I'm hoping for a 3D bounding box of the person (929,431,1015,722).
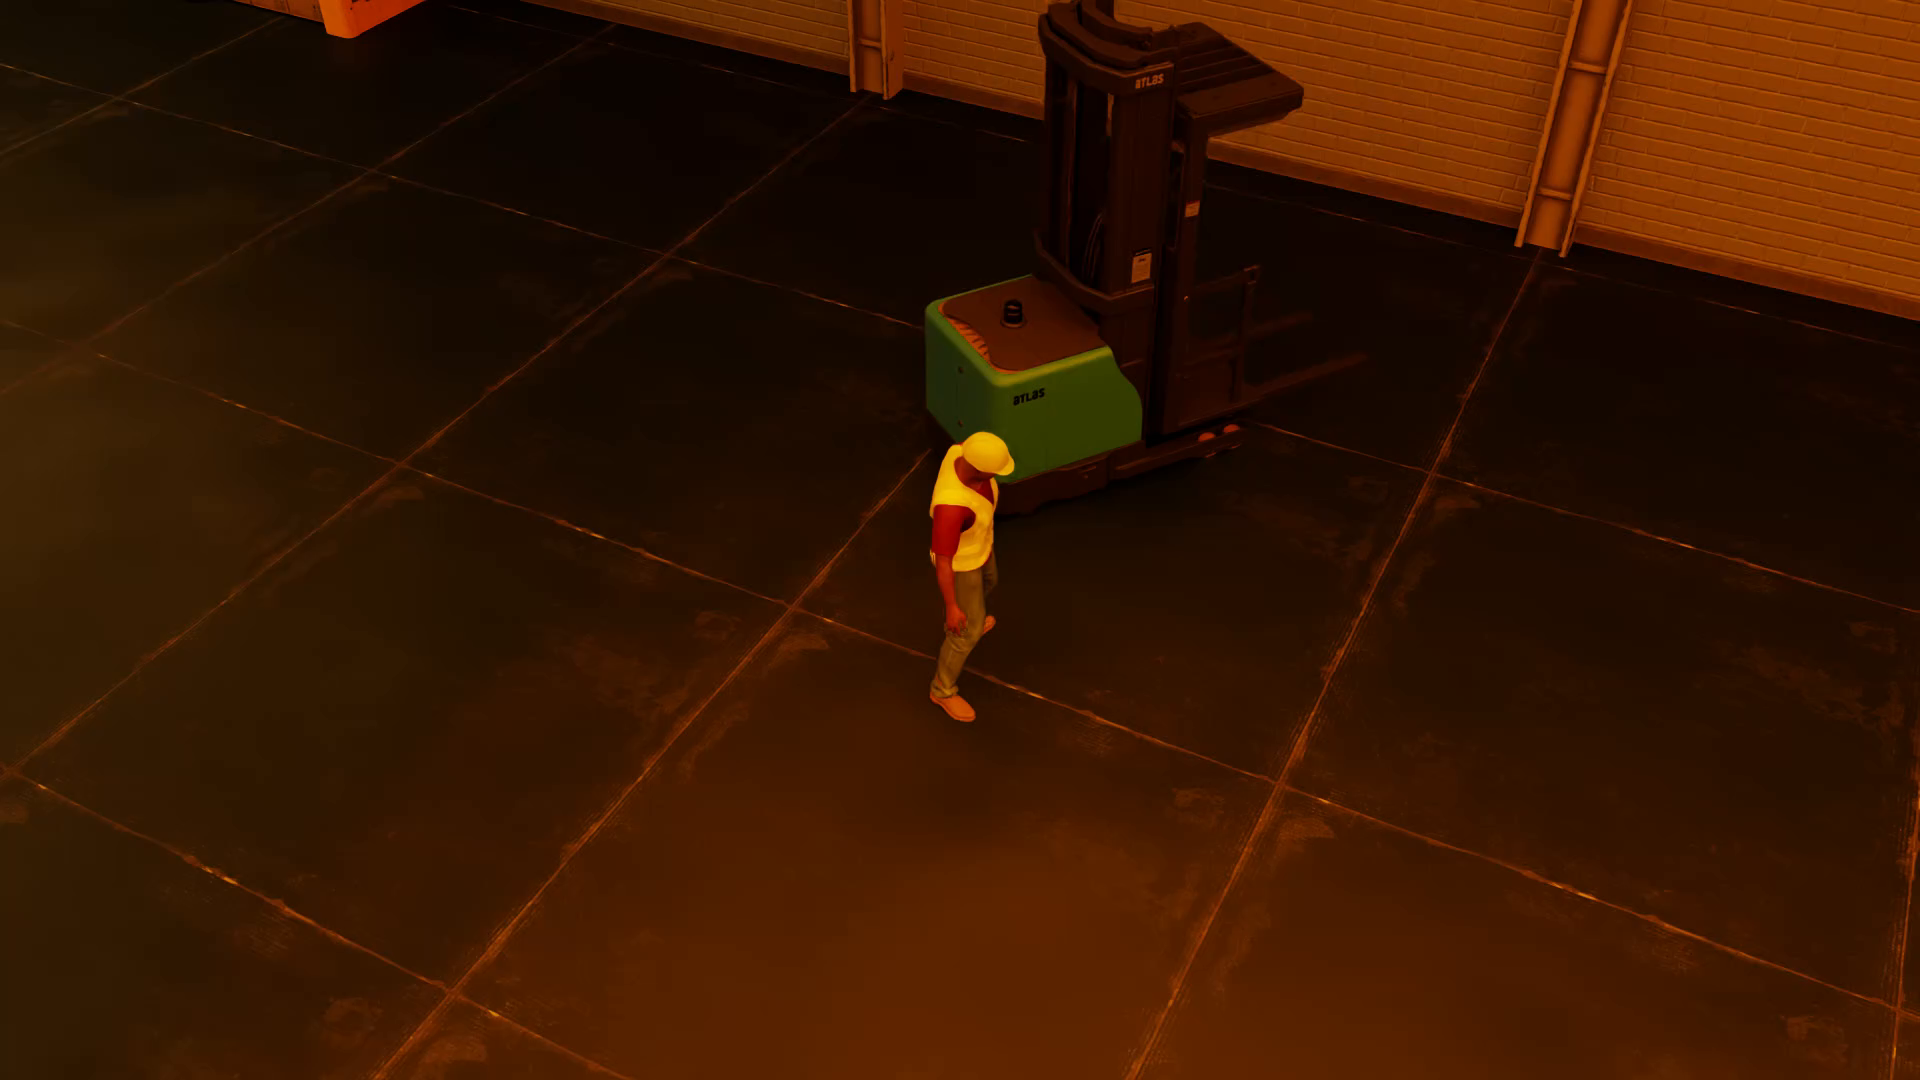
[{"bbox_3d":[0.067,0.085,8.845,0.435,1.716,0.970,7,41,8],"label":"person"}]

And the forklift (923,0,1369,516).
[{"bbox_3d":[1.310,-1.943,10.294,3.031,2.935,1.130,-19,44,-21],"label":"forklift"}]
